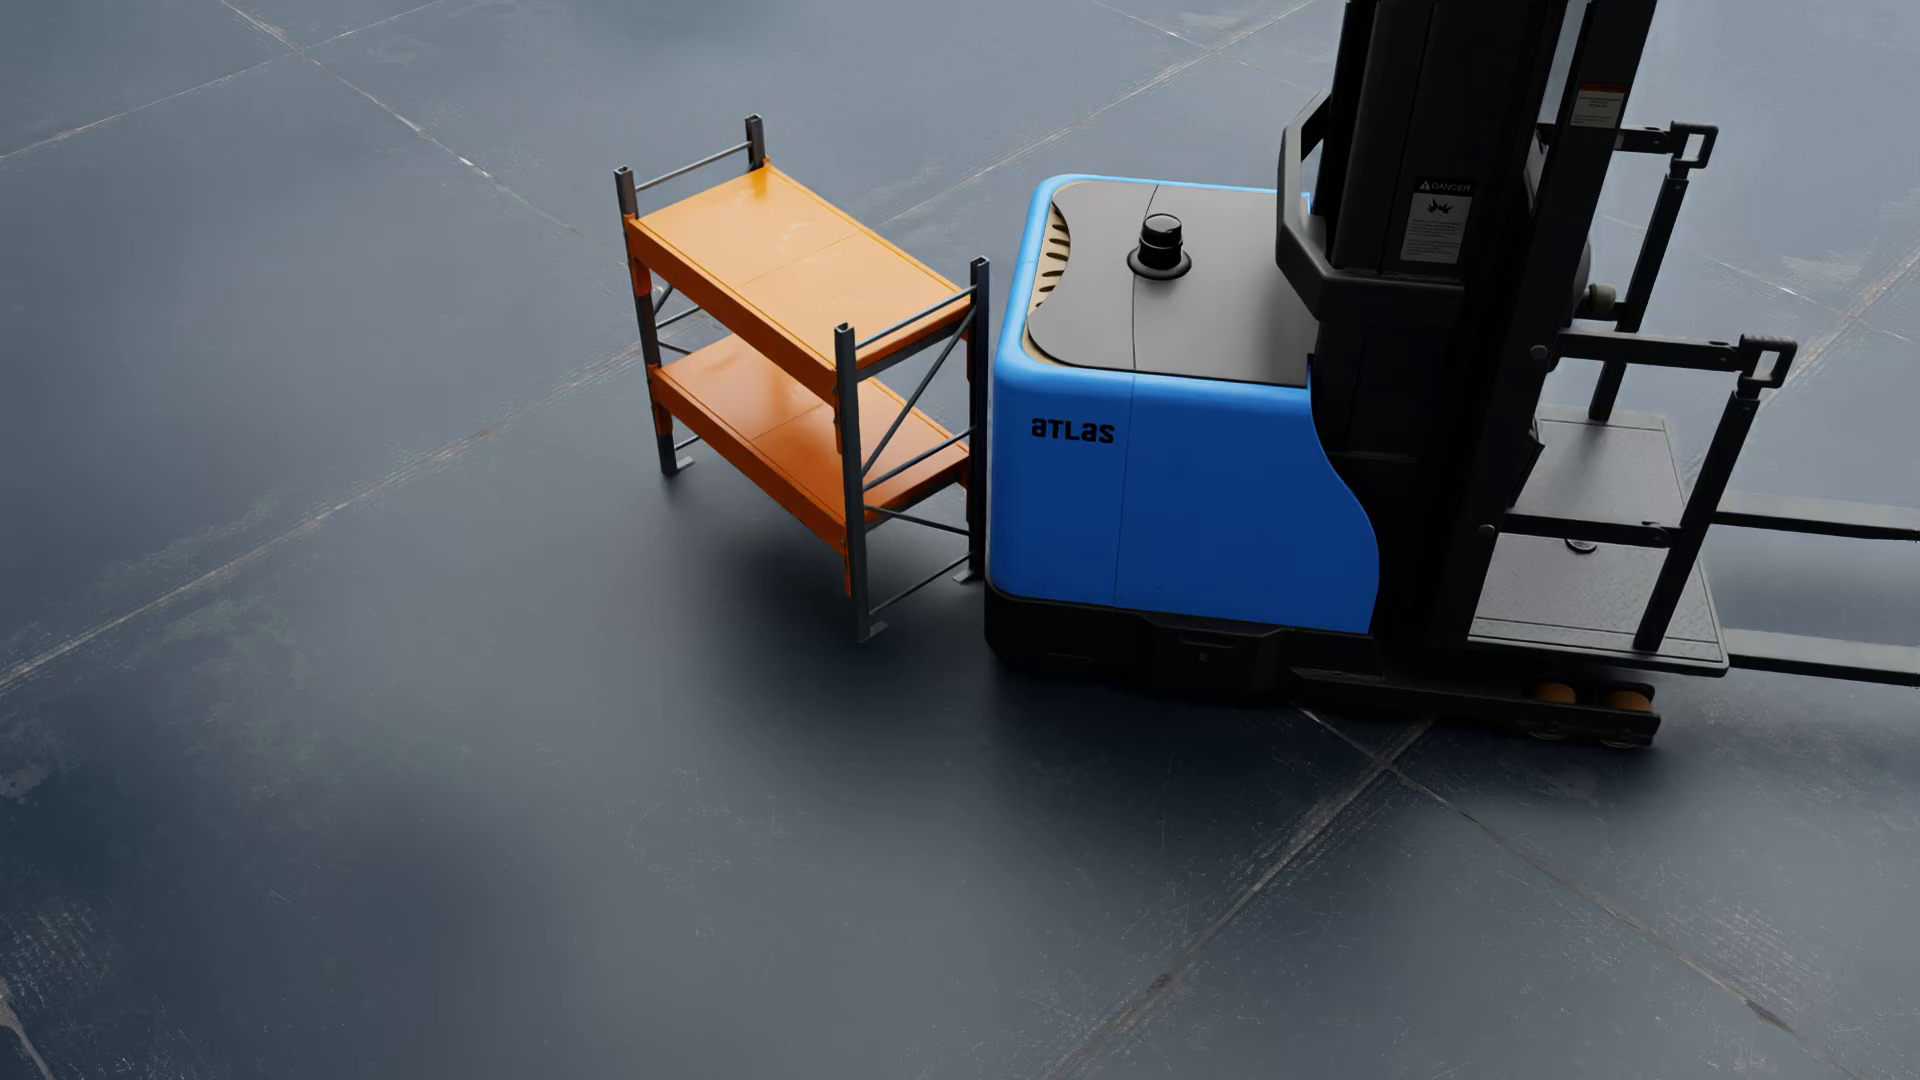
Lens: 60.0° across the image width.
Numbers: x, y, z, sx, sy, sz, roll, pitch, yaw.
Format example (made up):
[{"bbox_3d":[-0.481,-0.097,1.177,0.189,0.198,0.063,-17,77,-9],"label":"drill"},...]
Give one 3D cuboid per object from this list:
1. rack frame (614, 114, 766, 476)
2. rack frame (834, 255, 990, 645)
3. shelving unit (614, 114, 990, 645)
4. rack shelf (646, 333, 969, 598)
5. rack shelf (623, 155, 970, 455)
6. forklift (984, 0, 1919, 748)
[{"bbox_3d":[-0.787,-0.743,5.225,0.500,1.125,0.032,-31,51,-29],"label":"rack frame"},{"bbox_3d":[-0.119,-0.223,4.663,0.500,1.125,0.032,-31,51,-29],"label":"rack frame"},{"bbox_3d":[-0.453,-0.483,4.944,0.538,1.125,1.048,-31,51,-29],"label":"shelving unit"},{"bbox_3d":[-0.453,-0.304,5.110,0.538,0.278,1.000,-31,51,-29],"label":"rack shelf"},{"bbox_3d":[-0.453,-0.698,4.745,0.538,0.278,1.000,-31,51,-29],"label":"rack shelf"},{"bbox_3d":[1.632,-0.888,4.051,3.031,2.935,1.130,6,43,6],"label":"forklift"}]
